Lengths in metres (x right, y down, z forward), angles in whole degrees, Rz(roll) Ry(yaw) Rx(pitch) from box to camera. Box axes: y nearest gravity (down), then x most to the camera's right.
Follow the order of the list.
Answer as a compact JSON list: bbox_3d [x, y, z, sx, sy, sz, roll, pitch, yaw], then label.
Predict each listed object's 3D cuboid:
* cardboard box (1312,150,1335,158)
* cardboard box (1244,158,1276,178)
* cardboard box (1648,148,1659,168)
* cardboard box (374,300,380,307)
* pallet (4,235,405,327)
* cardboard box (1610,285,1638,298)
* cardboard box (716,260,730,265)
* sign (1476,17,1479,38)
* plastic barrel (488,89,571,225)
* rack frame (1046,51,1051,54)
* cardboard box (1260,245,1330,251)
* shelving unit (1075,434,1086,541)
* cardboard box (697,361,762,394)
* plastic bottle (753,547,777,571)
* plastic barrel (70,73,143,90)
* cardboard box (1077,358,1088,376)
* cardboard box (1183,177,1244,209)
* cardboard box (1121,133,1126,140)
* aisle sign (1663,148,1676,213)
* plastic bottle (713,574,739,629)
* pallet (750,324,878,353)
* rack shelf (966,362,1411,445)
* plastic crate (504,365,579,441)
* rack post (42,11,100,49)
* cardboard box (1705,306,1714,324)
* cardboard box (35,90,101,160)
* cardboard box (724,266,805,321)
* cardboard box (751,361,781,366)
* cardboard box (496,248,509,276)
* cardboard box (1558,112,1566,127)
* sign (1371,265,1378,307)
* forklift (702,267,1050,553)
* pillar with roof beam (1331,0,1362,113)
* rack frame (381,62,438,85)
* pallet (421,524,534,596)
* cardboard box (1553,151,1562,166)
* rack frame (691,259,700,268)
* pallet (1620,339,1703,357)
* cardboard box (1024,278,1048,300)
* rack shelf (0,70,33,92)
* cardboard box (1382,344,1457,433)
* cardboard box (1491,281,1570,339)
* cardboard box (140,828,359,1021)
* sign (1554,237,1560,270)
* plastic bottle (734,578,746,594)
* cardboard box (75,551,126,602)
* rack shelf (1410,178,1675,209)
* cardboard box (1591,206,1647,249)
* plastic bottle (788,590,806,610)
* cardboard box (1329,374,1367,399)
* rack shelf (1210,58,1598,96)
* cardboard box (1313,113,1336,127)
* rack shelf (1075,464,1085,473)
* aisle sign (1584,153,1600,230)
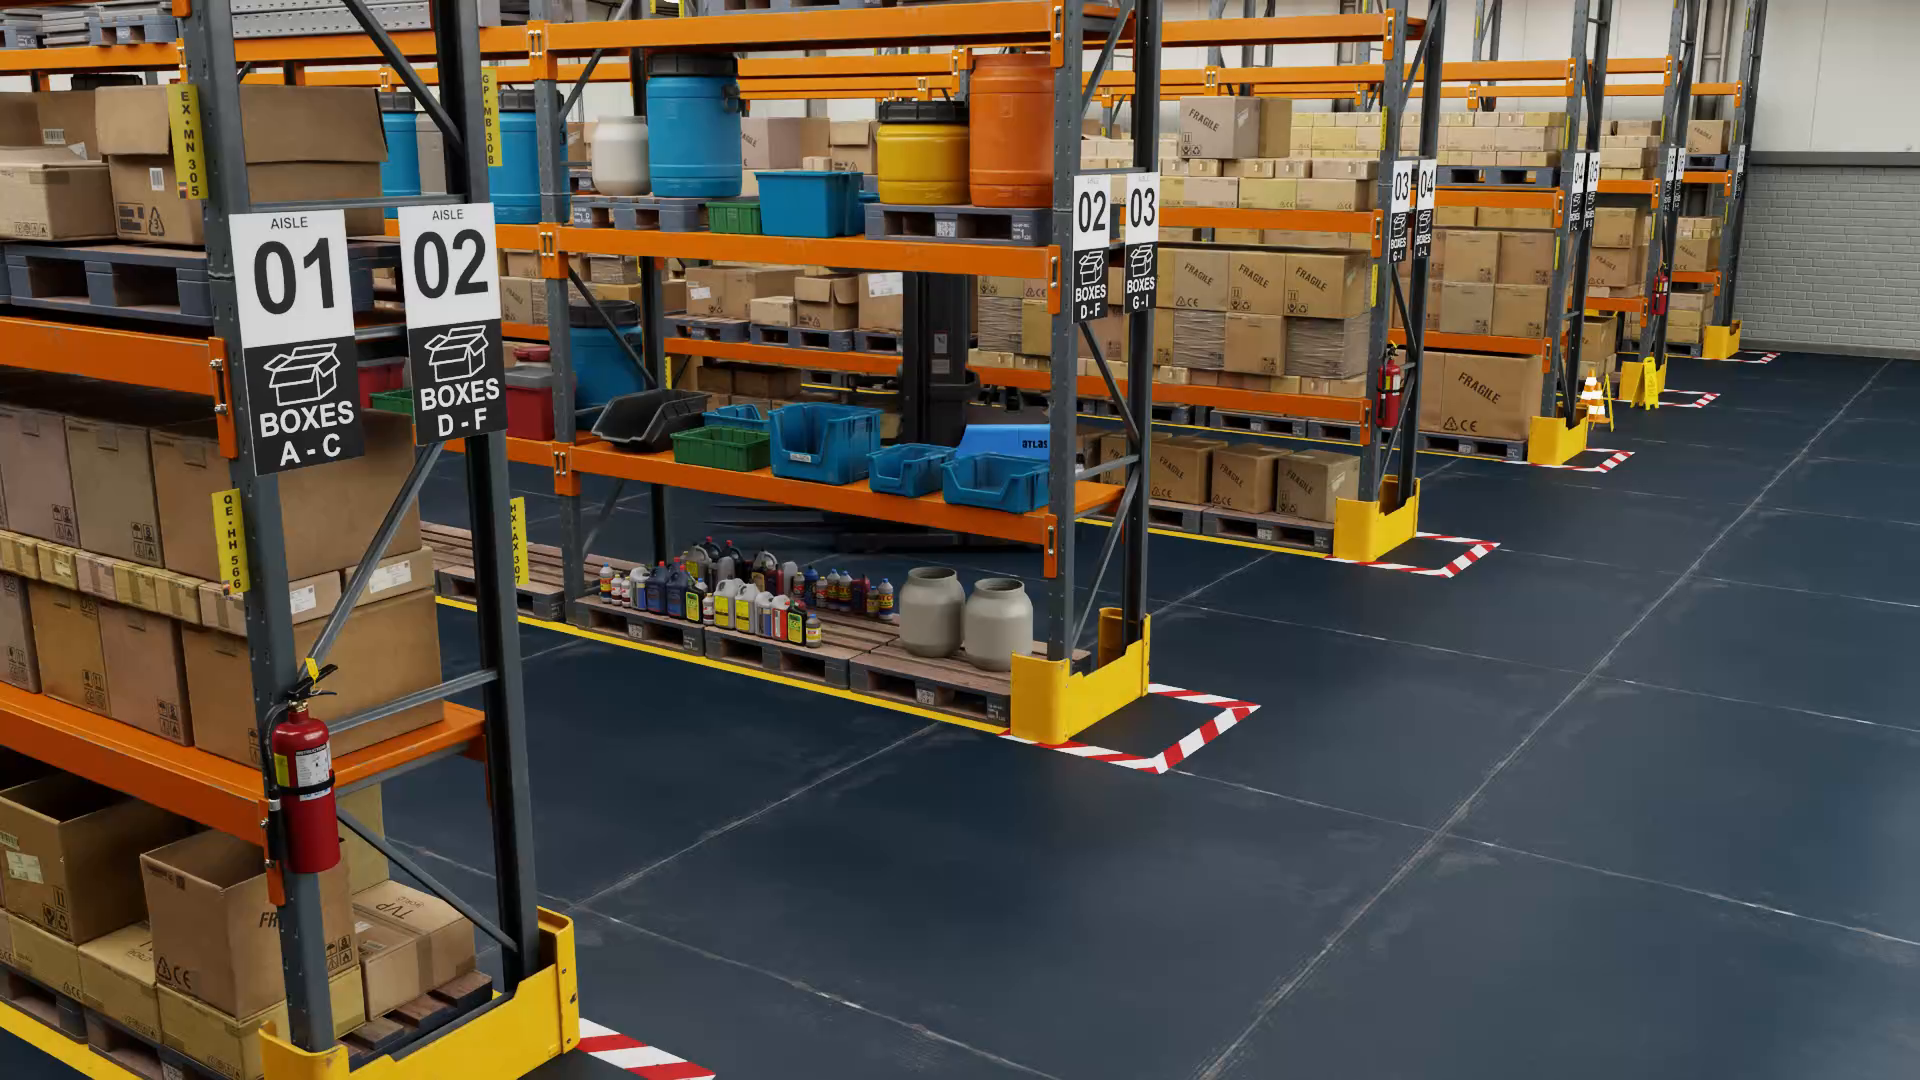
[{"bbox_3d":[4.083,-4.243,18.418,0.250,0.149,0.380,9,16,32],"label":"cardboard box"},{"bbox_3d":[2.528,-3.051,13.645,0.250,0.149,0.380,9,17,33],"label":"cardboard box"},{"bbox_3d":[8.855,-5.021,21.815,0.500,0.250,0.500,9,16,32],"label":"cardboard box"},{"bbox_3d":[-7.015,-2.894,20.296,0.250,0.149,0.380,10,17,34],"label":"cardboard box"},{"bbox_3d":[-2.511,-0.935,5.801,1.213,0.211,1.003,9,17,33],"label":"pallet"},{"bbox_3d":[8.694,-3.258,21.766,0.250,0.149,0.380,10,17,35],"label":"cardboard box"},{"bbox_3d":[-3.209,-3.883,23.415,0.250,0.149,0.380,9,17,34],"label":"cardboard box"},{"bbox_3d":[8.279,-8.194,26.587,0.005,0.325,0.100,9,17,33],"label":"sign"},{"bbox_3d":[-3.034,-2.670,11.581,0.708,0.901,0.600,9,17,33],"label":"plastic barrel"},{"bbox_3d":[1.933,-8.884,31.486,0.127,3.000,1.000,9,17,33],"label":"rack frame"},{"bbox_3d":[2.878,-2.272,14.350,0.500,0.500,0.500,9,17,33],"label":"cardboard box"},{"bbox_3d":[0.963,-0.452,14.278,0.210,0.900,0.258,0,14,0],"label":"shelving unit"},{"bbox_3d":[-2.473,-1.750,17.876,0.500,0.250,0.500,10,17,35],"label":"cardboard box"},{"bbox_3d":[-1.368,0.224,11.771,0.185,0.351,0.144,9,17,32],"label":"plastic bottle"},{"bbox_3d":[-7.627,-3.723,14.963,0.708,0.901,0.600,9,17,33],"label":"plastic barrel"},{"bbox_3d":[1.105,-1.585,15.007,0.250,0.149,0.380,9,17,33],"label":"cardboard box"},{"bbox_3d":[2.215,-2.931,13.990,0.500,0.250,0.500,10,17,34],"label":"cardboard box"},{"bbox_3d":[3.044,-7.417,30.621,0.250,0.149,0.380,9,17,33],"label":"cardboard box"},{"bbox_3d":[9.013,-4.569,21.126,0.004,0.787,0.394,9,17,33],"label":"aisle sign"},{"bbox_3d":[-1.543,0.400,11.063,0.185,0.351,0.144,9,17,32],"label":"plastic bottle"},{"bbox_3d":[-1.380,-2.119,17.041,1.213,0.211,1.003,9,17,33],"label":"pallet"},{"bbox_3d":[1.933,-1.316,14.894,4.000,0.370,1.077,9,17,33],"label":"rack shelf"},{"bbox_3d":[-3.063,-0.981,11.909,0.583,0.464,0.402,9,17,33],"label":"plastic crate"},{"bbox_3d":[-7.378,-4.442,14.580,0.954,0.300,0.937,11,18,39],"label":"rack post"},{"bbox_3d":[11.616,-3.579,26.348,0.500,0.250,0.500,10,17,34],"label":"cardboard box"},{"bbox_3d":[-3.165,-1.476,6.427,0.500,0.500,0.500,9,17,33],"label":"cardboard box"},{"bbox_3d":[-2.056,-2.603,17.513,0.500,0.500,0.700,12,19,41],"label":"cardboard box"},{"bbox_3d":[-2.607,-2.749,23.516,0.500,0.500,0.500,10,17,35],"label":"cardboard box"},{"bbox_3d":[-5.267,-3.363,19.372,0.637,0.503,0.797,9,17,33],"label":"cardboard box"},{"bbox_3d":[6.346,-4.454,17.613,0.250,0.149,0.380,9,17,33],"label":"cardboard box"},{"bbox_3d":[3.266,-2.004,13.110,0.005,0.325,0.100,9,17,33],"label":"sign"},{"bbox_3d":[-0.663,-1.441,14.043,3.031,2.935,1.130,0,14,0],"label":"forklift"},{"bbox_3d":[4.435,-7.494,25.871,0.400,9.000,9.100,9,17,33],"label":"pillar with roof beam"},{"bbox_3d":[-6.365,-5.918,19.504,0.127,3.000,1.000,9,17,33],"label":"rack frame"},{"bbox_3d":[-4.180,0.147,13.291,1.213,0.211,1.003,9,17,33],"label":"pallet"},{"bbox_3d":[6.339,-4.069,17.715,0.250,0.149,0.380,9,17,33],"label":"cardboard box"},{"bbox_3d":[-3.512,-3.982,24.165,0.127,3.000,1.000,9,17,33],"label":"rack frame"},{"bbox_3d":[11.233,-3.104,26.422,1.213,0.211,1.003,9,17,33],"label":"pallet"},{"bbox_3d":[0.921,-2.434,15.005,0.500,0.500,0.500,9,17,33],"label":"cardboard box"},{"bbox_3d":[-10.788,-4.656,16.732,4.000,0.370,1.077,9,17,33],"label":"rack shelf"},{"bbox_3d":[5.114,-1.740,18.658,0.875,0.875,0.875,9,16,32],"label":"cardboard box"},{"bbox_3d":[6.112,-2.486,17.811,0.550,0.550,0.875,9,17,33],"label":"cardboard box"},{"bbox_3d":[-2.550,1.332,5.987,0.500,0.500,0.500,9,17,33],"label":"cardboard box"},{"bbox_3d":[6.130,-2.943,17.067,0.005,0.325,0.100,9,17,33],"label":"sign"},{"bbox_3d":[-1.481,0.403,11.205,0.135,0.276,0.152,9,17,33],"label":"plastic bottle"},{"bbox_3d":[-3.000,0.098,6.127,0.250,0.149,0.380,9,17,34],"label":"cardboard box"},{"bbox_3d":[7.464,-4.748,22.515,4.000,0.370,1.077,9,17,33],"label":"rack shelf"},{"bbox_3d":[8.578,-4.076,21.639,0.500,0.500,0.700,9,16,31],"label":"cardboard box"},{"bbox_3d":[-1.075,0.476,10.894,0.133,0.283,0.061,9,17,33],"label":"plastic bottle"},{"bbox_3d":[3.241,-1.272,13.742,0.250,0.149,0.380,9,17,33],"label":"cardboard box"},{"bbox_3d":[4.785,-5.009,18.161,4.000,0.370,1.077,9,17,33],"label":"rack shelf"},{"bbox_3d":[4.085,-4.629,18.321,0.250,0.149,0.380,9,17,33],"label":"cardboard box"},{"bbox_3d":[0.963,-0.595,14.243,0.200,0.077,0.258,0,14,0],"label":"rack shelf"},{"bbox_3d":[6.671,-3.685,17.555,0.004,0.787,0.394,9,17,33],"label":"aisle sign"}]
